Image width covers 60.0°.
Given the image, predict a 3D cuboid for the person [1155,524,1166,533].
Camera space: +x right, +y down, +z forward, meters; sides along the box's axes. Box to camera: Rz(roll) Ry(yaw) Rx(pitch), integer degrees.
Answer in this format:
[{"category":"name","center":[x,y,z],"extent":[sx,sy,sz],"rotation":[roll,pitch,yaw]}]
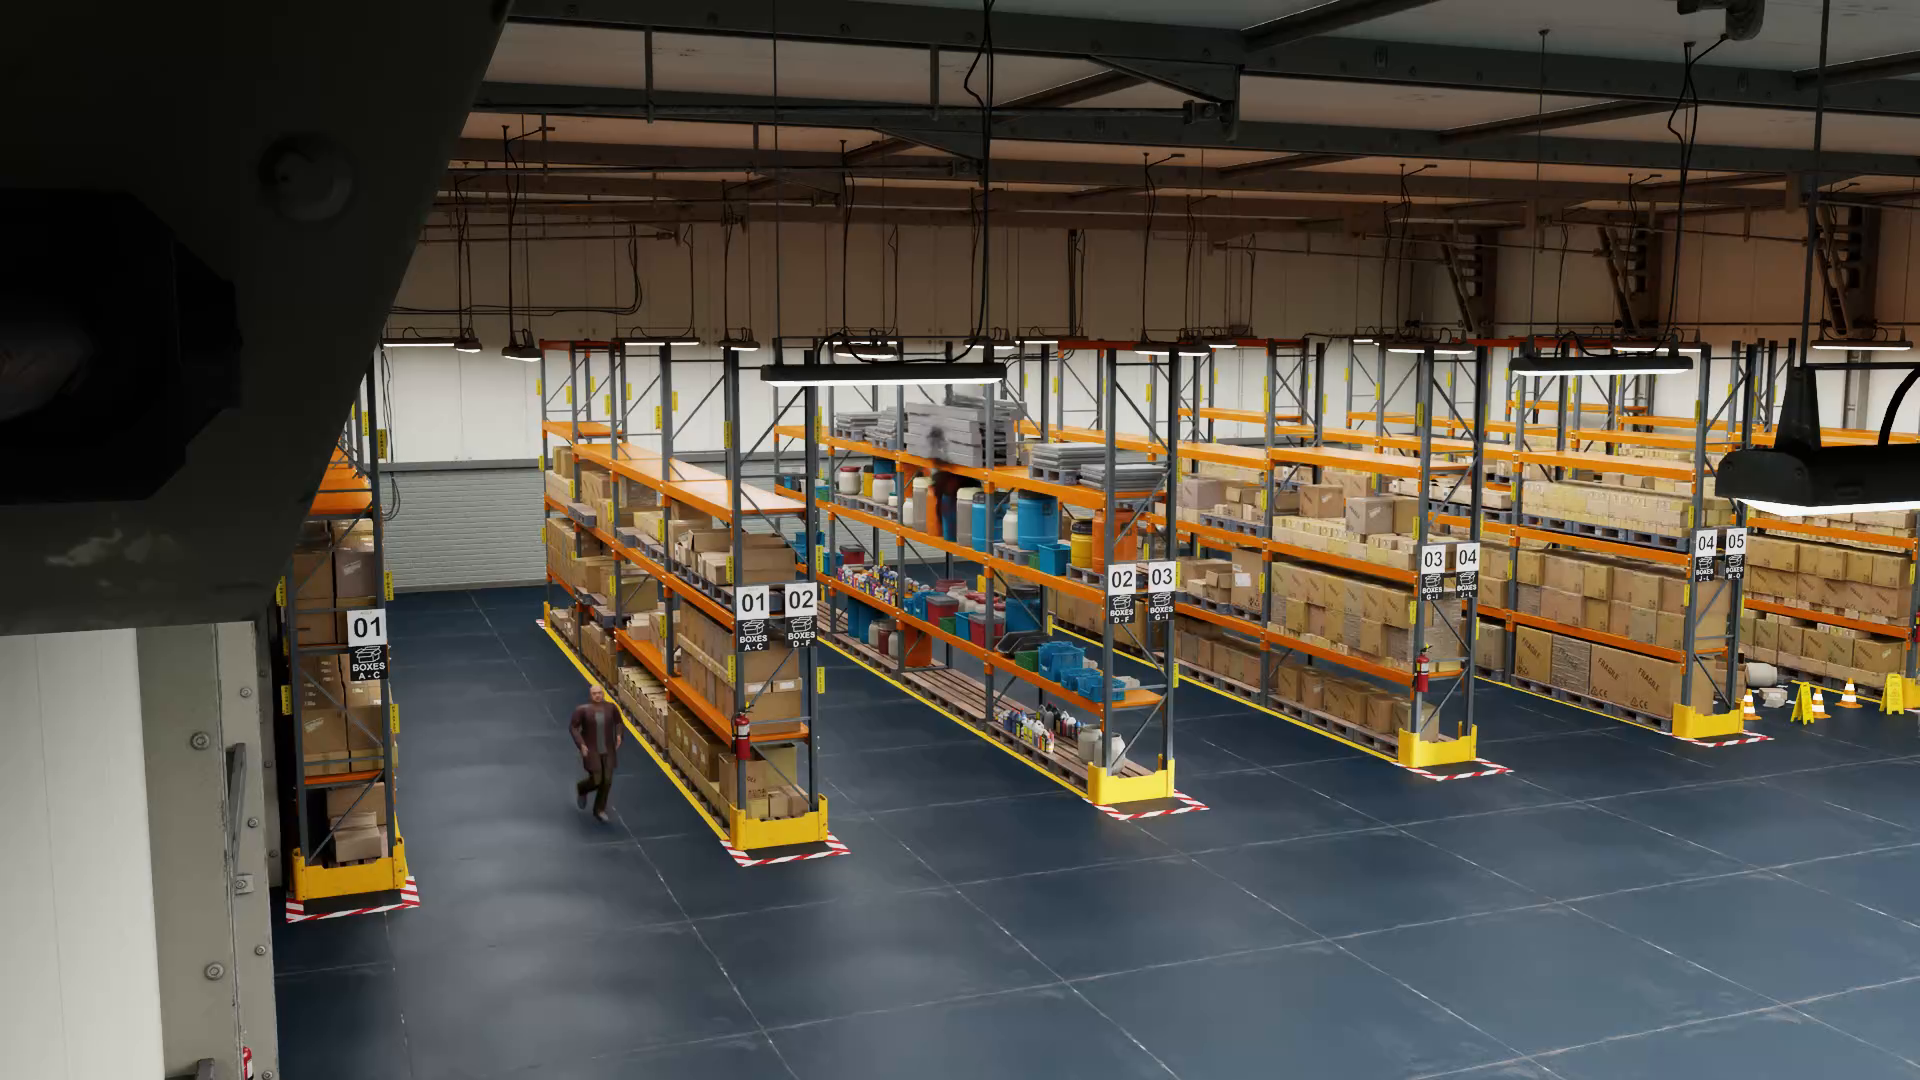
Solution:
[{"category":"person","center":[5.002,0.085,41.551],"extent":[0.550,1.712,0.708],"rotation":[-3,8,-25]}]

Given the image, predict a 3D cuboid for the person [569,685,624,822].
[{"category":"person","center":[-4.641,2.713,21.352],"extent":[0.705,1.739,0.687],"rotation":[-4,9,-29]}]
